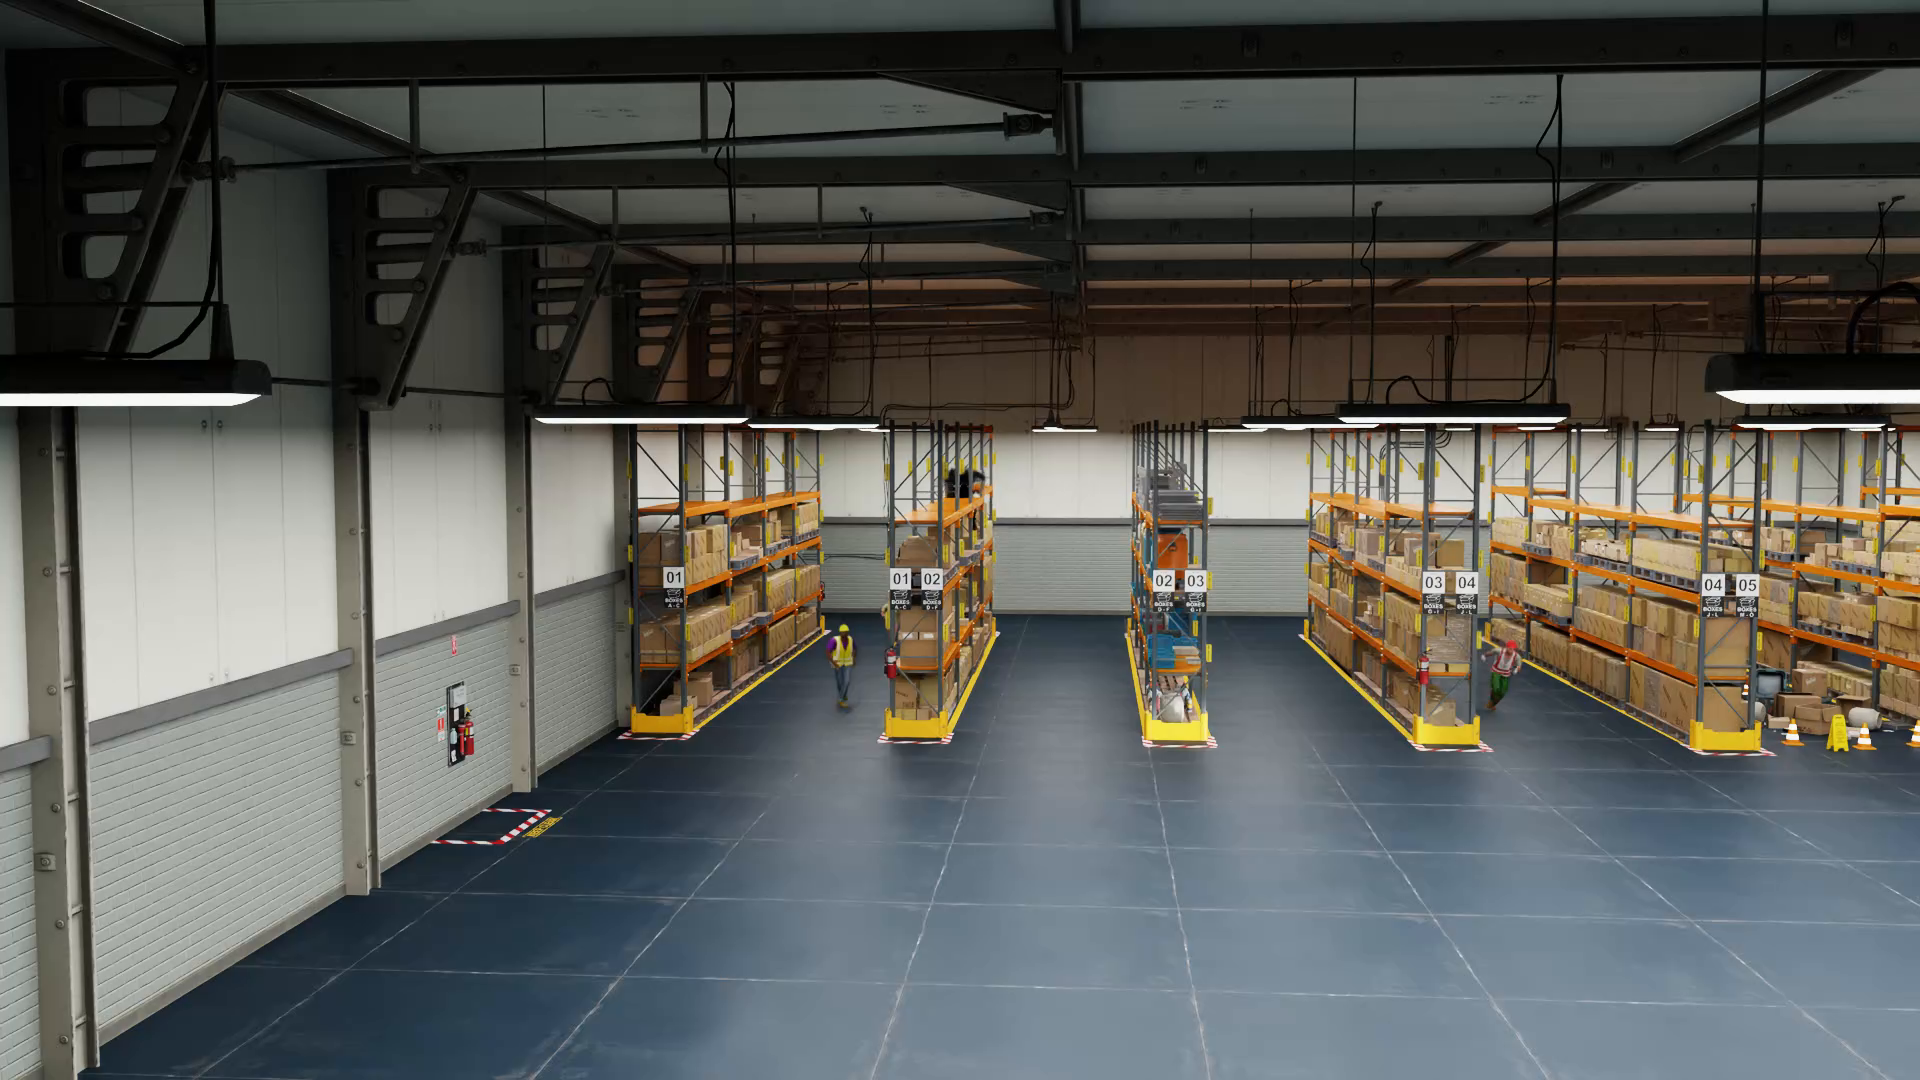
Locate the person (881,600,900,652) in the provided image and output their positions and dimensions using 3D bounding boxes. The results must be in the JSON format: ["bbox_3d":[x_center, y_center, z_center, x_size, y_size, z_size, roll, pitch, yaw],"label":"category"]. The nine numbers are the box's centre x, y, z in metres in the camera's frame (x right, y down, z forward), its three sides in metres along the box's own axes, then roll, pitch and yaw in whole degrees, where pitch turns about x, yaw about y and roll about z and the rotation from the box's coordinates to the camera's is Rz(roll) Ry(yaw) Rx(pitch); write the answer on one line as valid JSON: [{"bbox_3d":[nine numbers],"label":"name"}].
[{"bbox_3d":[-1.752,2.206,43.215,0.608,1.627,1.011,0,4,-4],"label":"person"}]

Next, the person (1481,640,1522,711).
[{"bbox_3d":[11.134,2.782,34.113,0.662,1.531,1.012,0,4,2],"label":"person"}]

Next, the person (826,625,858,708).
[{"bbox_3d":[-2.504,2.639,35.201,0.698,1.738,0.735,-1,4,-12],"label":"person"}]
